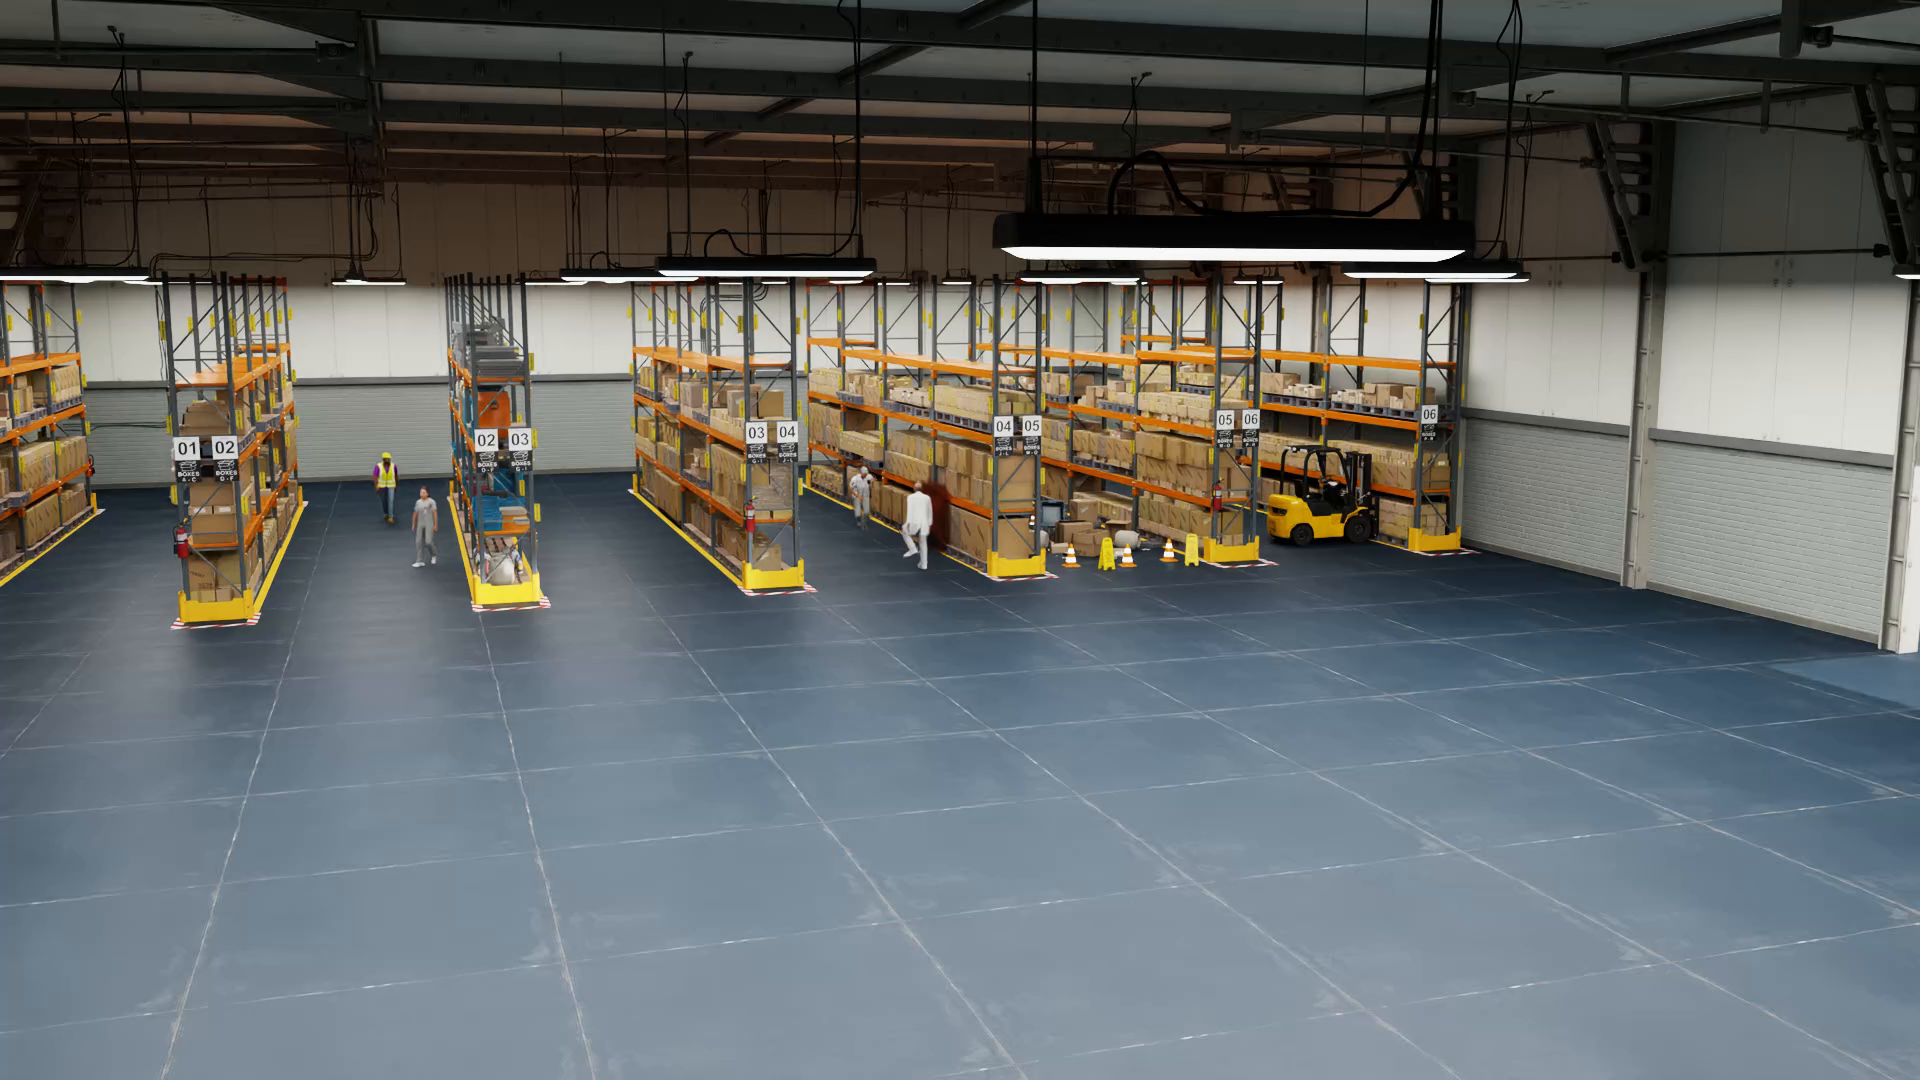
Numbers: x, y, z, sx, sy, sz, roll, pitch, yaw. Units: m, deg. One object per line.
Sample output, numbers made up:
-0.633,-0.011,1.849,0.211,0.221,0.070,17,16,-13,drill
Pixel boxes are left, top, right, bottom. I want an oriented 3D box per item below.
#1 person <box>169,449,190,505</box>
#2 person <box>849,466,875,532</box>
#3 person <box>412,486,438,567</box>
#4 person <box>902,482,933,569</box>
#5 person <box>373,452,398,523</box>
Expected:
-20.741,-1.822,44.098,0.503,1.783,0.592,-4,9,-22,person
-2.253,-0.944,38.237,0.601,1.570,0.829,-1,9,-8,person
-11.057,-0.286,34.396,0.525,1.669,0.554,2,9,14,person
-0.858,-0.306,34.173,0.630,1.744,0.743,-4,9,-22,person
-14.127,-1.306,40.920,0.559,1.702,1.077,-2,9,-16,person
